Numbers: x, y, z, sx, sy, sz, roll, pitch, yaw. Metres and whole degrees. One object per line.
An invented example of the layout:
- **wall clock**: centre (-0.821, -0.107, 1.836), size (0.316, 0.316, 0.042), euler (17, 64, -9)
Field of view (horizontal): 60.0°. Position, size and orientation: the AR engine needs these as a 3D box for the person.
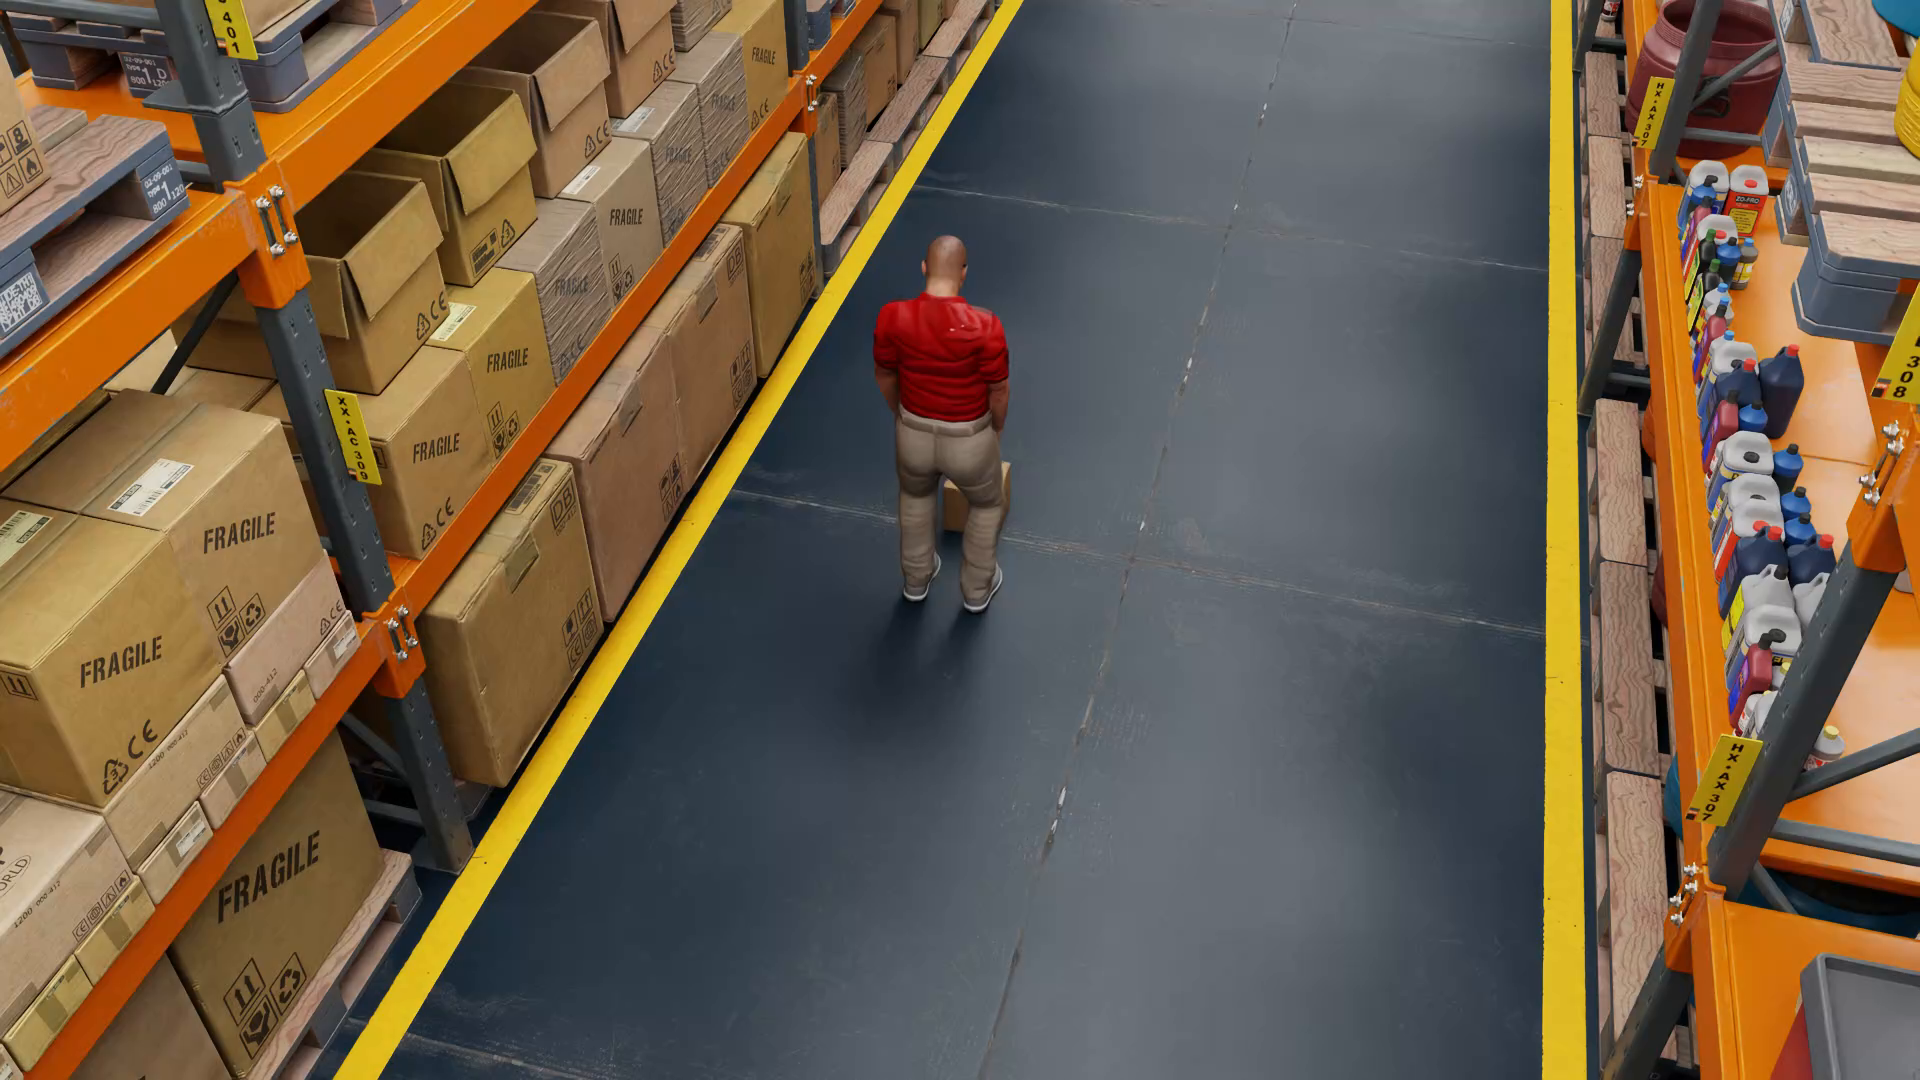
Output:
- **person**: centre (-0.072, -0.435, 6.717), size (0.553, 1.687, 0.416), euler (11, 42, 12)
